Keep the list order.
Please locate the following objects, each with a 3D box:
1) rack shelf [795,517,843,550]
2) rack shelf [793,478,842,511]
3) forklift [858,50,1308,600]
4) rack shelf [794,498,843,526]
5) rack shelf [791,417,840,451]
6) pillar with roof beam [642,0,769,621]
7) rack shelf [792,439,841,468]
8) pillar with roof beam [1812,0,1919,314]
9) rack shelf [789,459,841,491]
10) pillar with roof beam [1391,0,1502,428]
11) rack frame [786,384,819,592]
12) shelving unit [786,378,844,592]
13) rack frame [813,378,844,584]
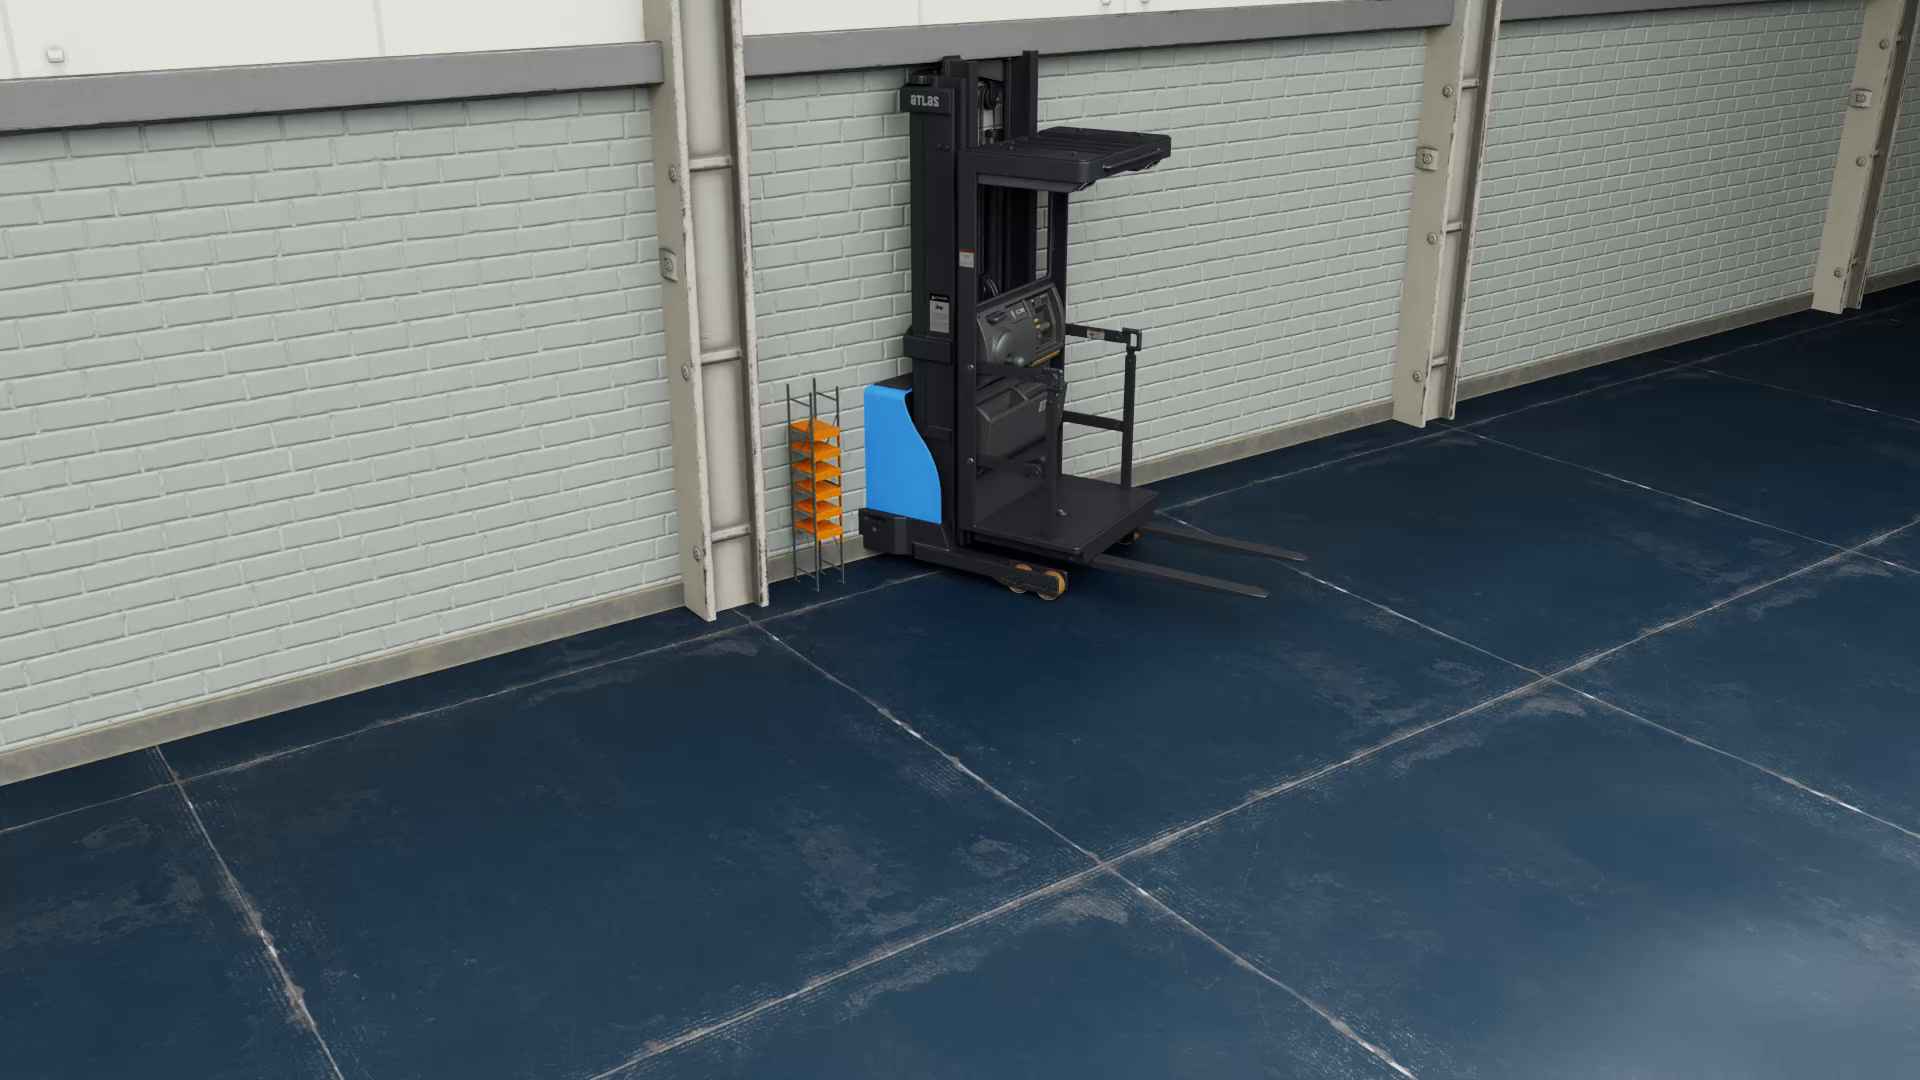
[{"bbox_3d":[-0.829,-0.048,9.664,0.180,0.103,0.258,-18,28,-37],"label":"rack shelf"},{"bbox_3d":[-0.829,-0.271,9.575,0.180,0.103,0.258,-18,28,-37],"label":"rack shelf"},{"bbox_3d":[0.536,-1.241,9.552,3.031,2.935,1.130,13,25,29],"label":"forklift"},{"bbox_3d":[-0.829,-0.159,9.620,0.180,0.103,0.258,-18,28,-37],"label":"rack shelf"},{"bbox_3d":[-0.829,-0.605,9.442,0.180,0.103,0.258,-18,28,-37],"label":"rack shelf"},{"bbox_3d":[1.180,-2.519,4.567,0.400,9.000,9.100,-15,26,-33],"label":"pillar with roof beam"},{"bbox_3d":[-0.829,-0.493,9.486,0.180,0.103,0.258,-18,28,-37],"label":"rack shelf"},{"bbox_3d":[10.921,-5.116,11.077,0.400,9.000,9.100,-15,26,-33],"label":"pillar with roof beam"},{"bbox_3d":[-0.829,-0.382,9.531,0.180,0.103,0.258,-18,28,-37],"label":"rack shelf"},{"bbox_3d":[6.051,-3.818,7.822,0.400,9.000,9.100,-15,26,-33],"label":"pillar with roof beam"},{"bbox_3d":[-0.898,-0.290,9.504,0.006,1.200,0.240,-18,28,-37],"label":"rack frame"},{"bbox_3d":[-0.829,-0.312,9.559,0.189,1.200,0.258,-18,28,-37],"label":"shelving unit"},{"bbox_3d":[-0.759,-0.334,9.614,0.006,1.200,0.240,-18,28,-37],"label":"rack frame"}]
